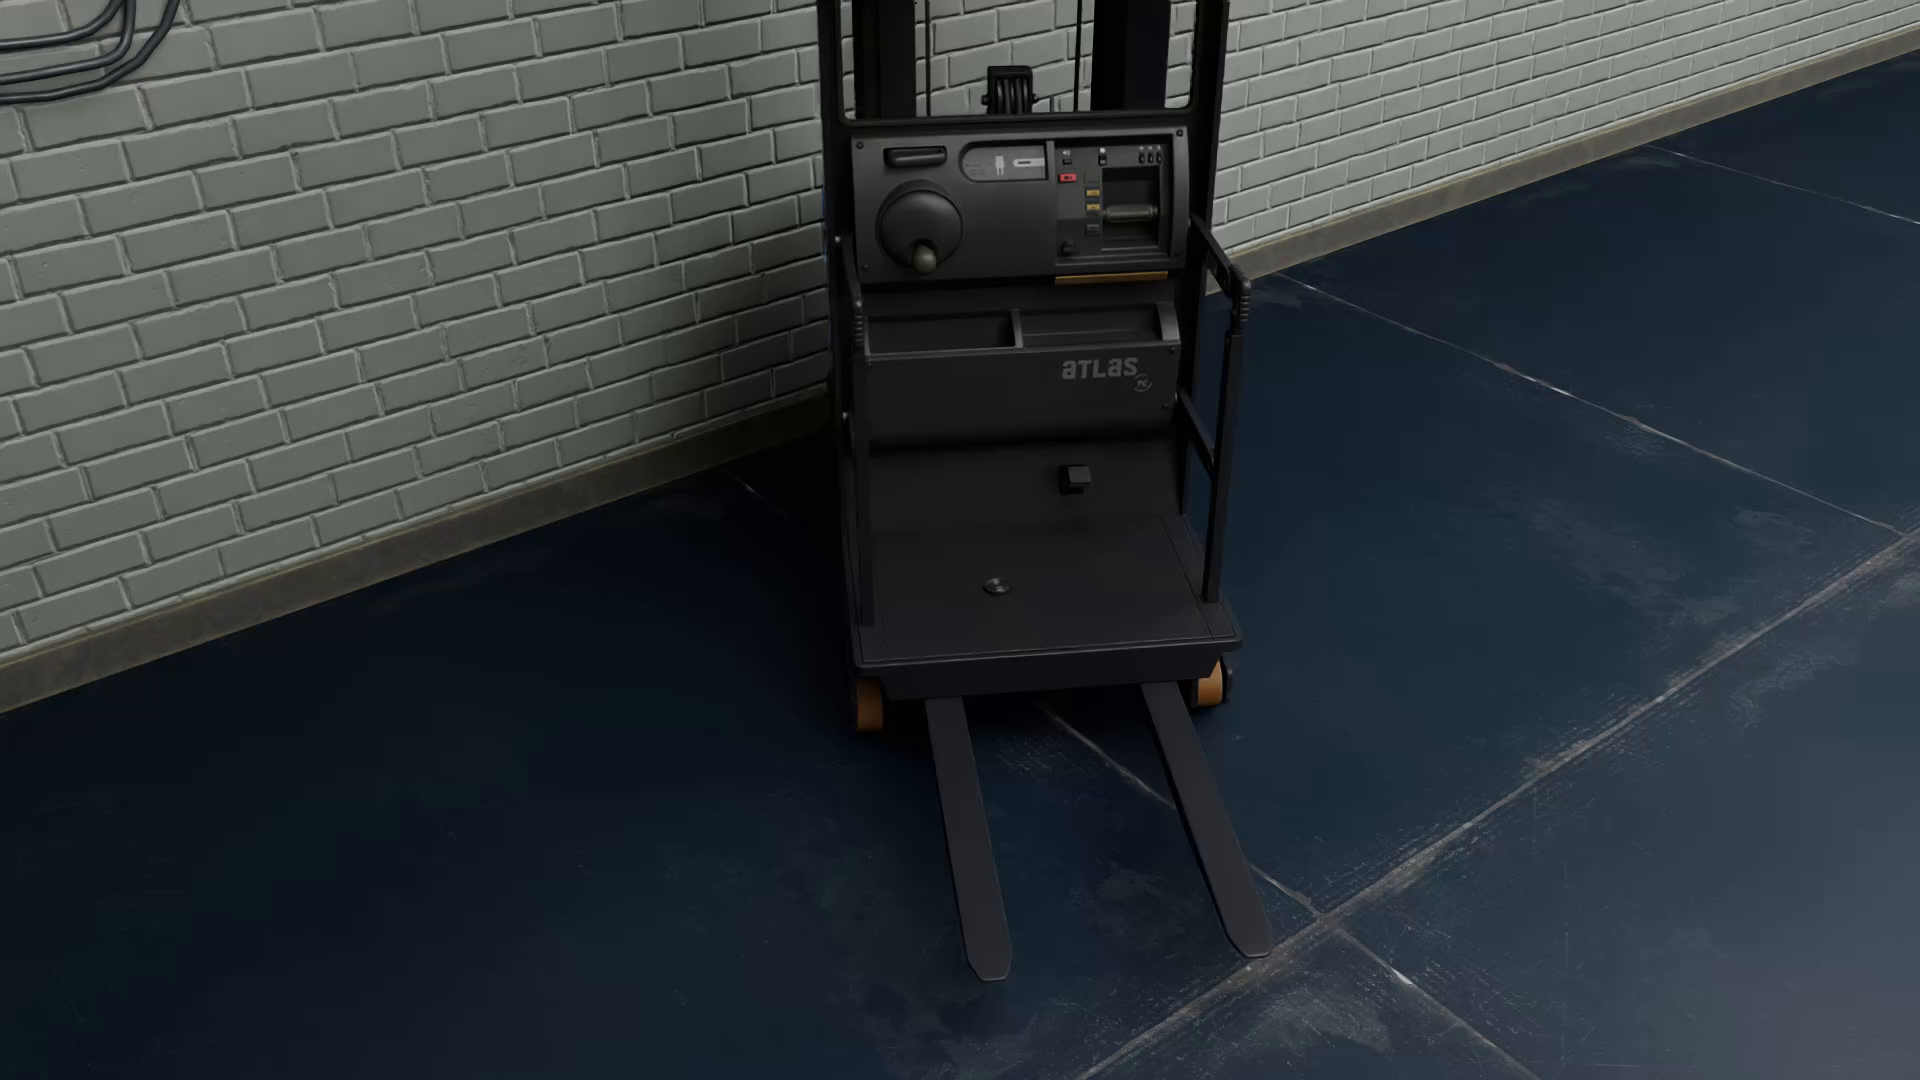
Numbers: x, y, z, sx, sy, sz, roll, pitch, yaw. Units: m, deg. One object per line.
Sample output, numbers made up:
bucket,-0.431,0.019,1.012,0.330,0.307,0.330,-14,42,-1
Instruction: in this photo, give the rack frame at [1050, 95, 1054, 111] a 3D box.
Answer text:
rack frame,0.269,-1.078,6.349,0.006,1.200,0.240,23,39,32

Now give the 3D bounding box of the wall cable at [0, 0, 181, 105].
wall cable,-3.232,-1.818,3.092,3.097,2.526,0.112,-22,38,-31

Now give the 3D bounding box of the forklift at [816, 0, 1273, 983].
forklift,0.197,-0.879,4.387,1.130,2.935,3.031,-4,32,-6

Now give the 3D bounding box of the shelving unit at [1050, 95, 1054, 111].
shelving unit,0.340,-1.048,6.300,0.189,1.200,0.258,23,39,32
